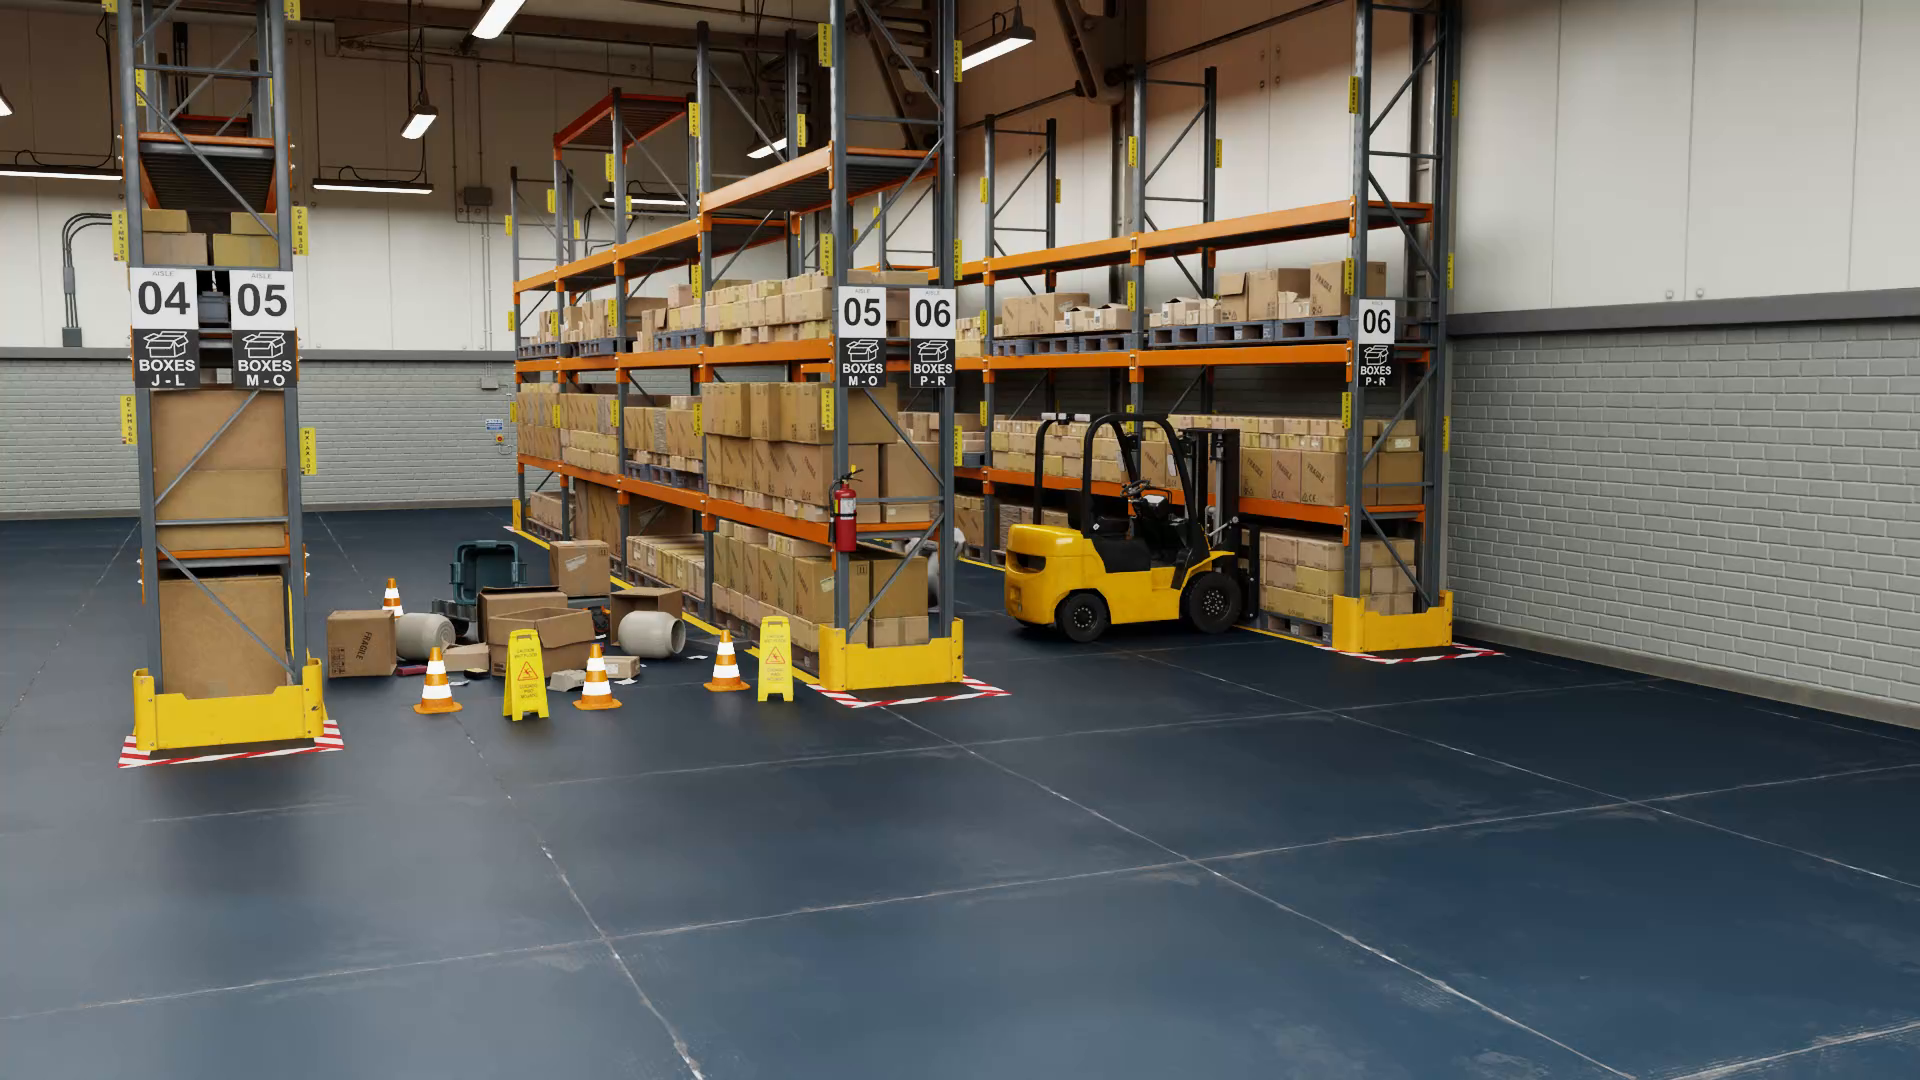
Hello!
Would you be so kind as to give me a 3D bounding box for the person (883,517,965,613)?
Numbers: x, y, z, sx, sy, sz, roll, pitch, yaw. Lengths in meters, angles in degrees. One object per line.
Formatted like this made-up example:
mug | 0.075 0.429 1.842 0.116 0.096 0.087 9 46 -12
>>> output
person | -0.447 0.246 17.804 1.033 1.063 0.540 -3 6 -26
